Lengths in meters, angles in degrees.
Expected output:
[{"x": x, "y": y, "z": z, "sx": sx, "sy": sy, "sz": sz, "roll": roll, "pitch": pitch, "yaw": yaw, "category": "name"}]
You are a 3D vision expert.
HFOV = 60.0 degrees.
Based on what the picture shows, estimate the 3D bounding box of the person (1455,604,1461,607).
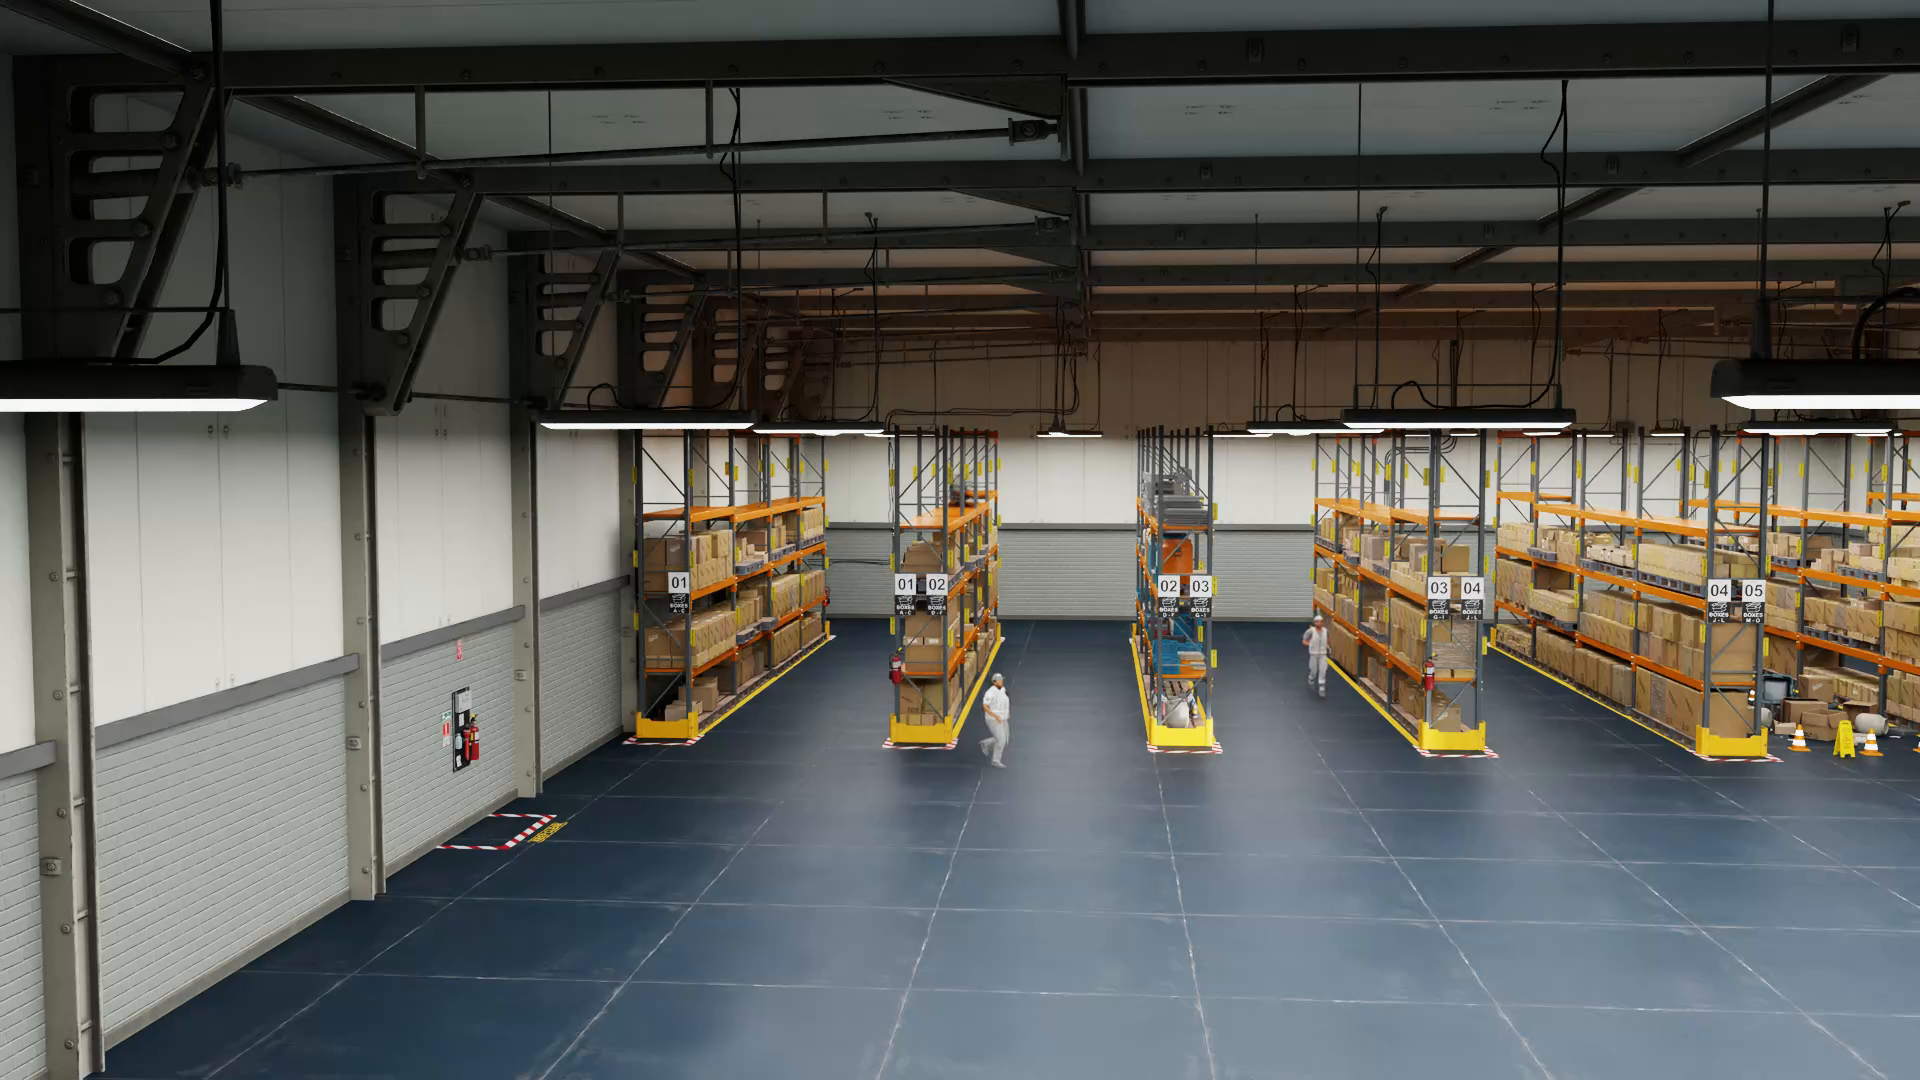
[{"x": 13.432, "y": 2.229, "z": 44.267, "sx": 0.576, "sy": 1.734, "sz": 0.713, "roll": 0, "pitch": 3, "yaw": 2, "category": "person"}]

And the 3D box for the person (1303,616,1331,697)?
[{"x": 7.997, "y": 2.574, "z": 37.210, "sx": 0.649, "sy": 1.778, "sz": 1.007, "roll": 0, "pitch": 3, "yaw": -1, "category": "person"}]

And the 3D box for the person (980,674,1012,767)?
[{"x": 0.578, "y": 3.159, "z": 29.267, "sx": 0.619, "sy": 1.655, "sz": 0.592, "roll": 3, "pitch": 4, "yaw": 38, "category": "person"}]
